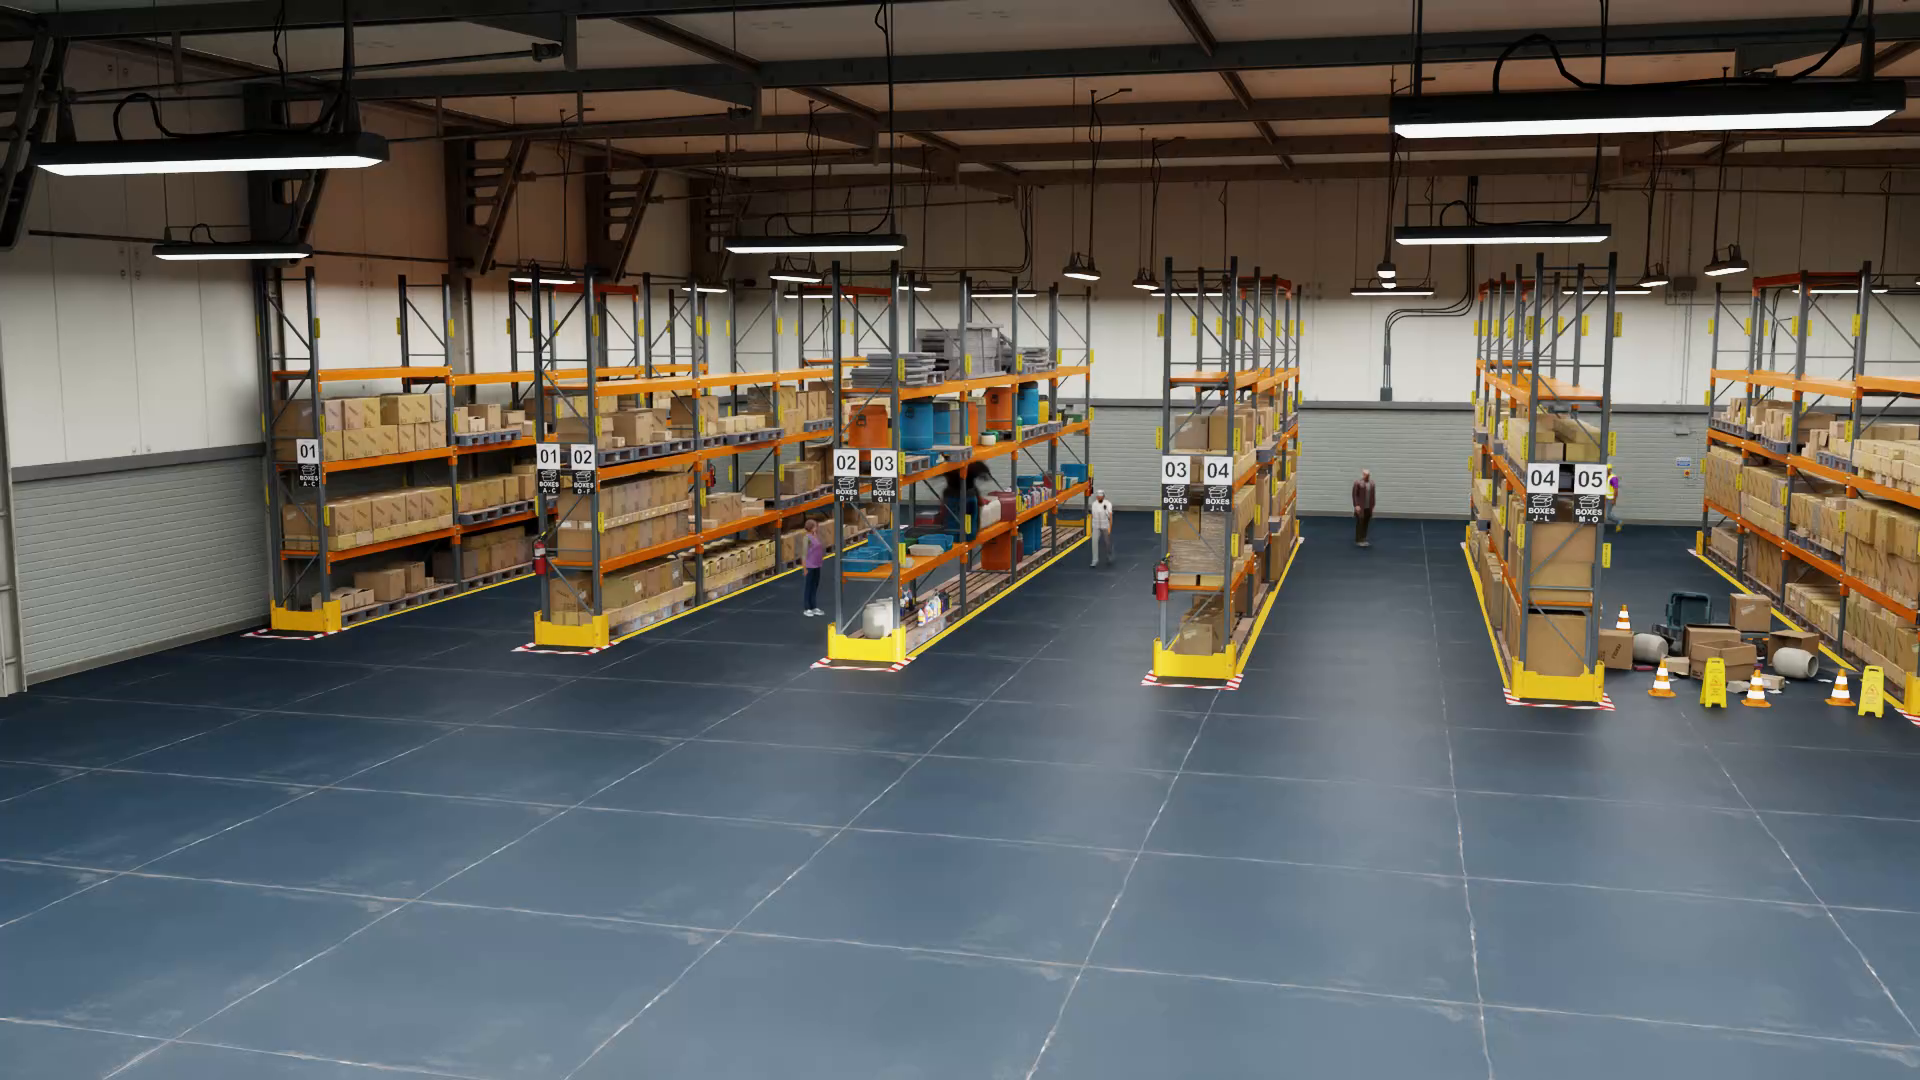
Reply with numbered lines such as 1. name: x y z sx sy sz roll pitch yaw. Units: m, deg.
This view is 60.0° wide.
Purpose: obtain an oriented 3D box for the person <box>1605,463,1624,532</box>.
1. person: 15.792 -1.013 40.555 0.747 1.738 0.629 -2 8 -18

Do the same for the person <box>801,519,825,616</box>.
1. person: -2.426 0.450 27.380 0.325 1.607 0.517 4 8 28

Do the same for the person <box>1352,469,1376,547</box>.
1. person: 9.326 -0.744 38.322 0.597 1.790 0.465 -3 8 -19

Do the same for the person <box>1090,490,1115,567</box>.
1. person: 2.999 -0.268 35.209 0.502 1.618 0.933 2 8 17
